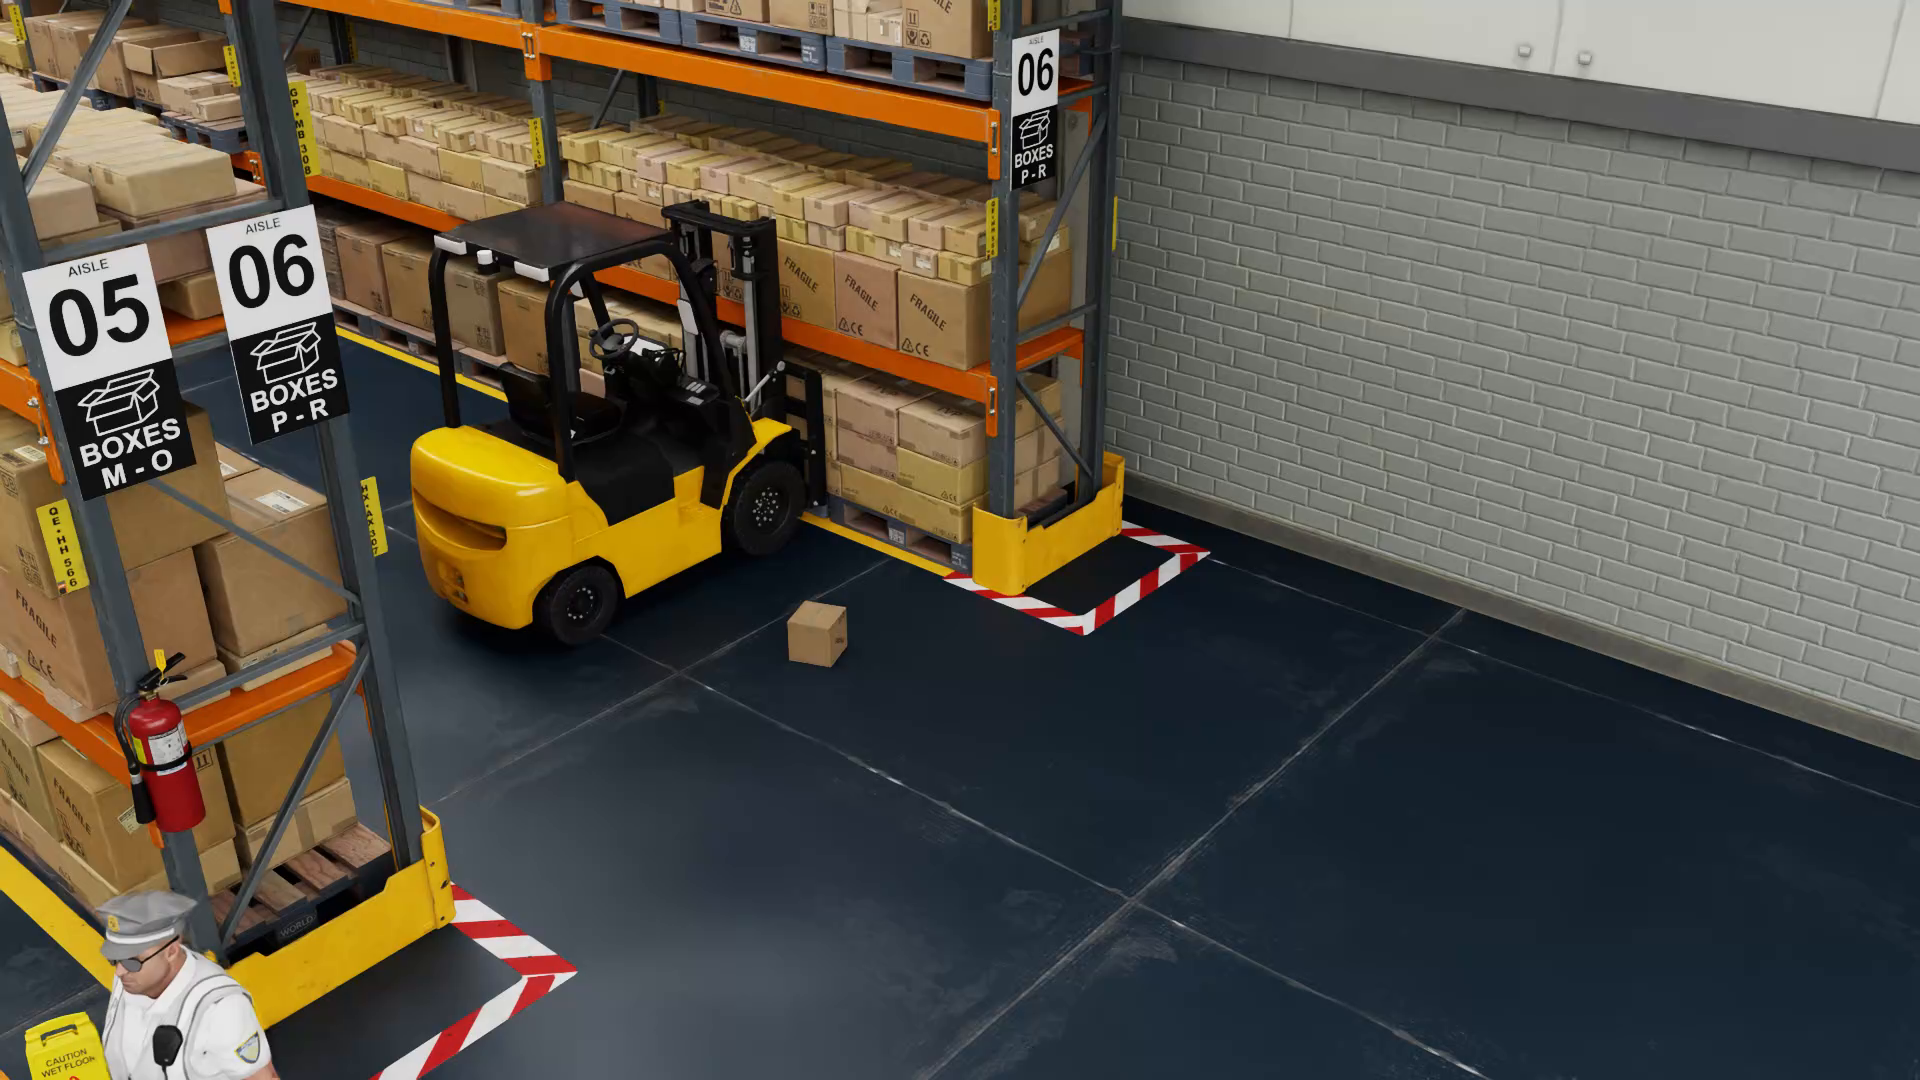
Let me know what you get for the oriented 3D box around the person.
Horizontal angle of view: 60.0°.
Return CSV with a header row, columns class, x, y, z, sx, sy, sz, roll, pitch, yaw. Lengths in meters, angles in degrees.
class,x,y,z,sx,sy,sz,roll,pitch,yaw
person,-2.297,1.813,5.053,0.542,1.803,0.489,16,31,29
